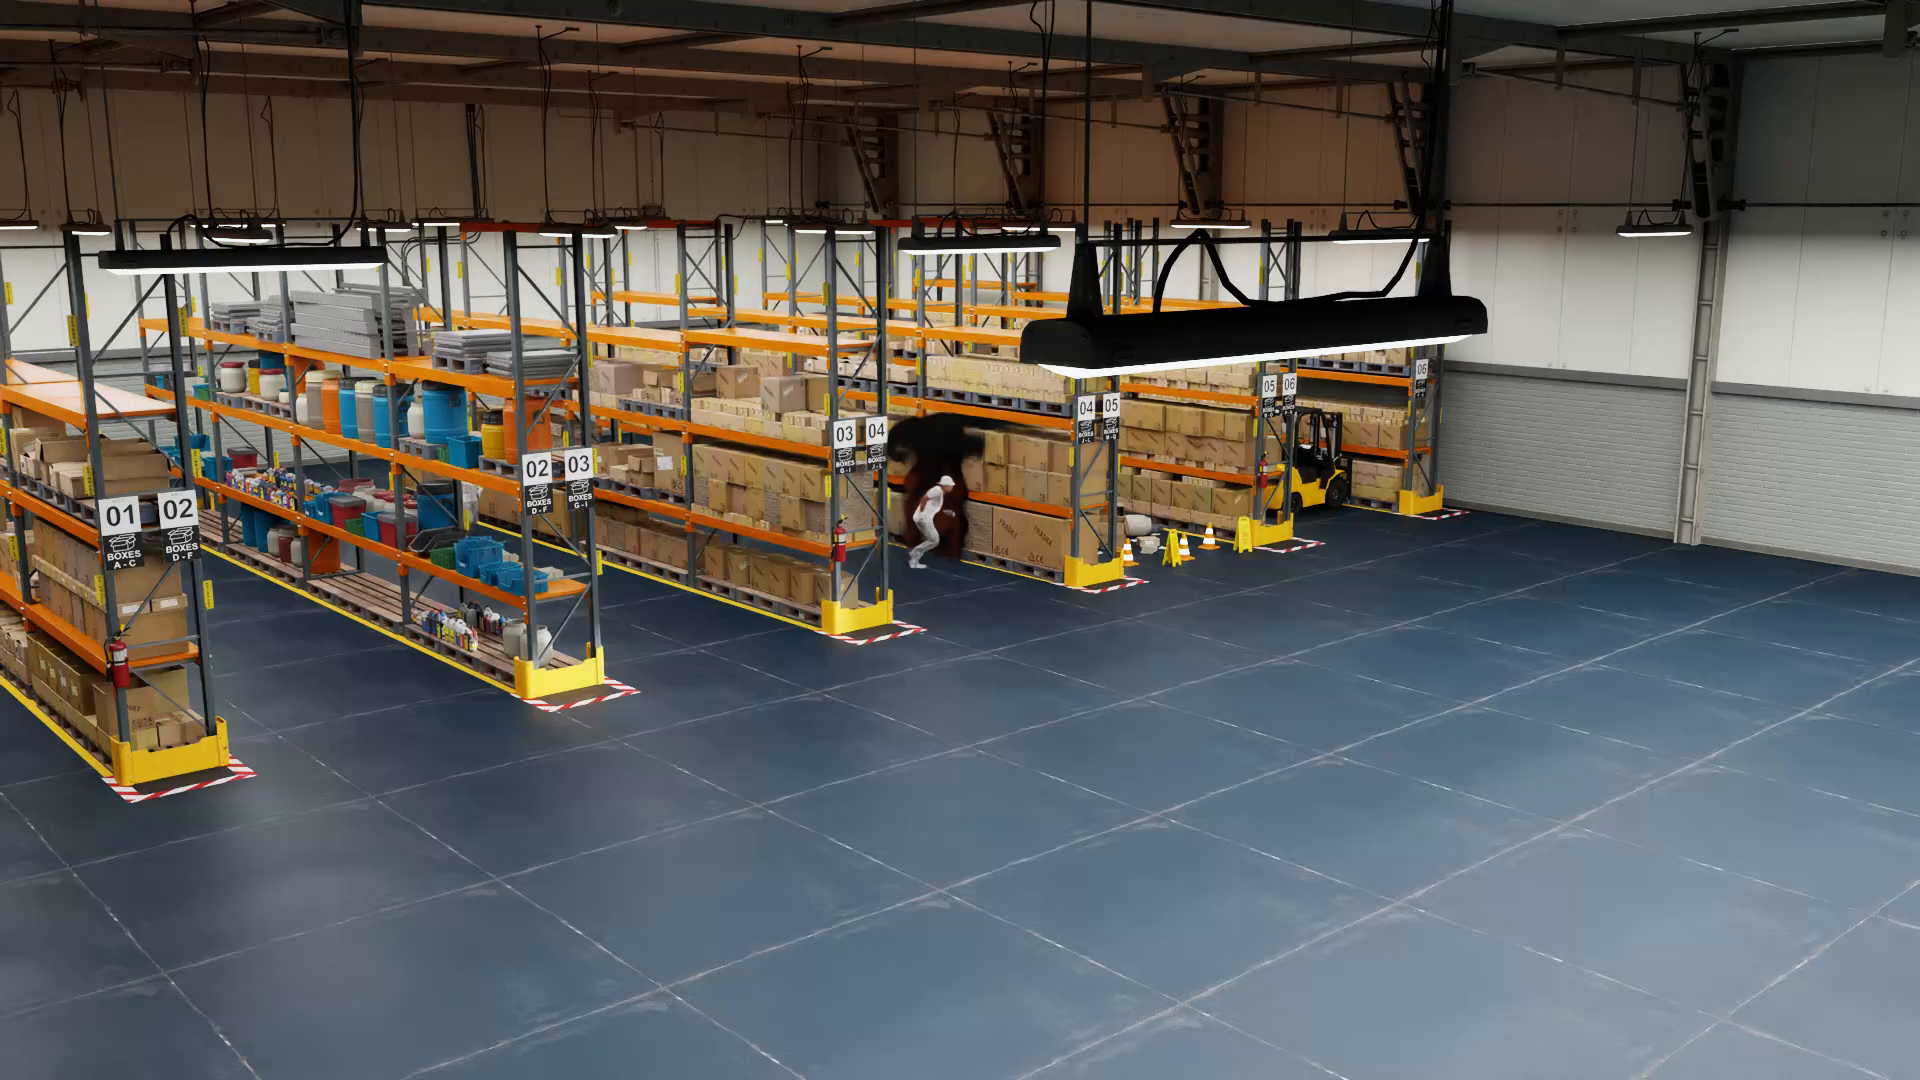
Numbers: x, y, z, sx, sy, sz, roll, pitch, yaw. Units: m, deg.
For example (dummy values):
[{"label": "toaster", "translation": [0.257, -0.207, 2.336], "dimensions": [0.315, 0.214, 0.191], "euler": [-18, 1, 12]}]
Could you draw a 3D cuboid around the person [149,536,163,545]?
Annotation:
[{"label": "person", "translation": [-12.410, 0.463, 25.719], "dimensions": [0.895, 1.515, 0.677], "euler": [5, 12, 22]}]

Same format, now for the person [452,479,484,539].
[{"label": "person", "translation": [-9.169, -0.703, 31.072], "dimensions": [0.606, 1.649, 0.611], "euler": [-10, 15, -42]}]

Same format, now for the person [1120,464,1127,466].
[{"label": "person", "translation": [3.619, -1.763, 36.461], "dimensions": [0.955, 1.639, 0.561], "euler": [11, 16, 43]}]

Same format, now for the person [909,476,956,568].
[{"label": "person", "translation": [-0.470, -0.283, 27.825], "dimensions": [0.792, 1.597, 0.720], "euler": [1, 12, 7]}]
